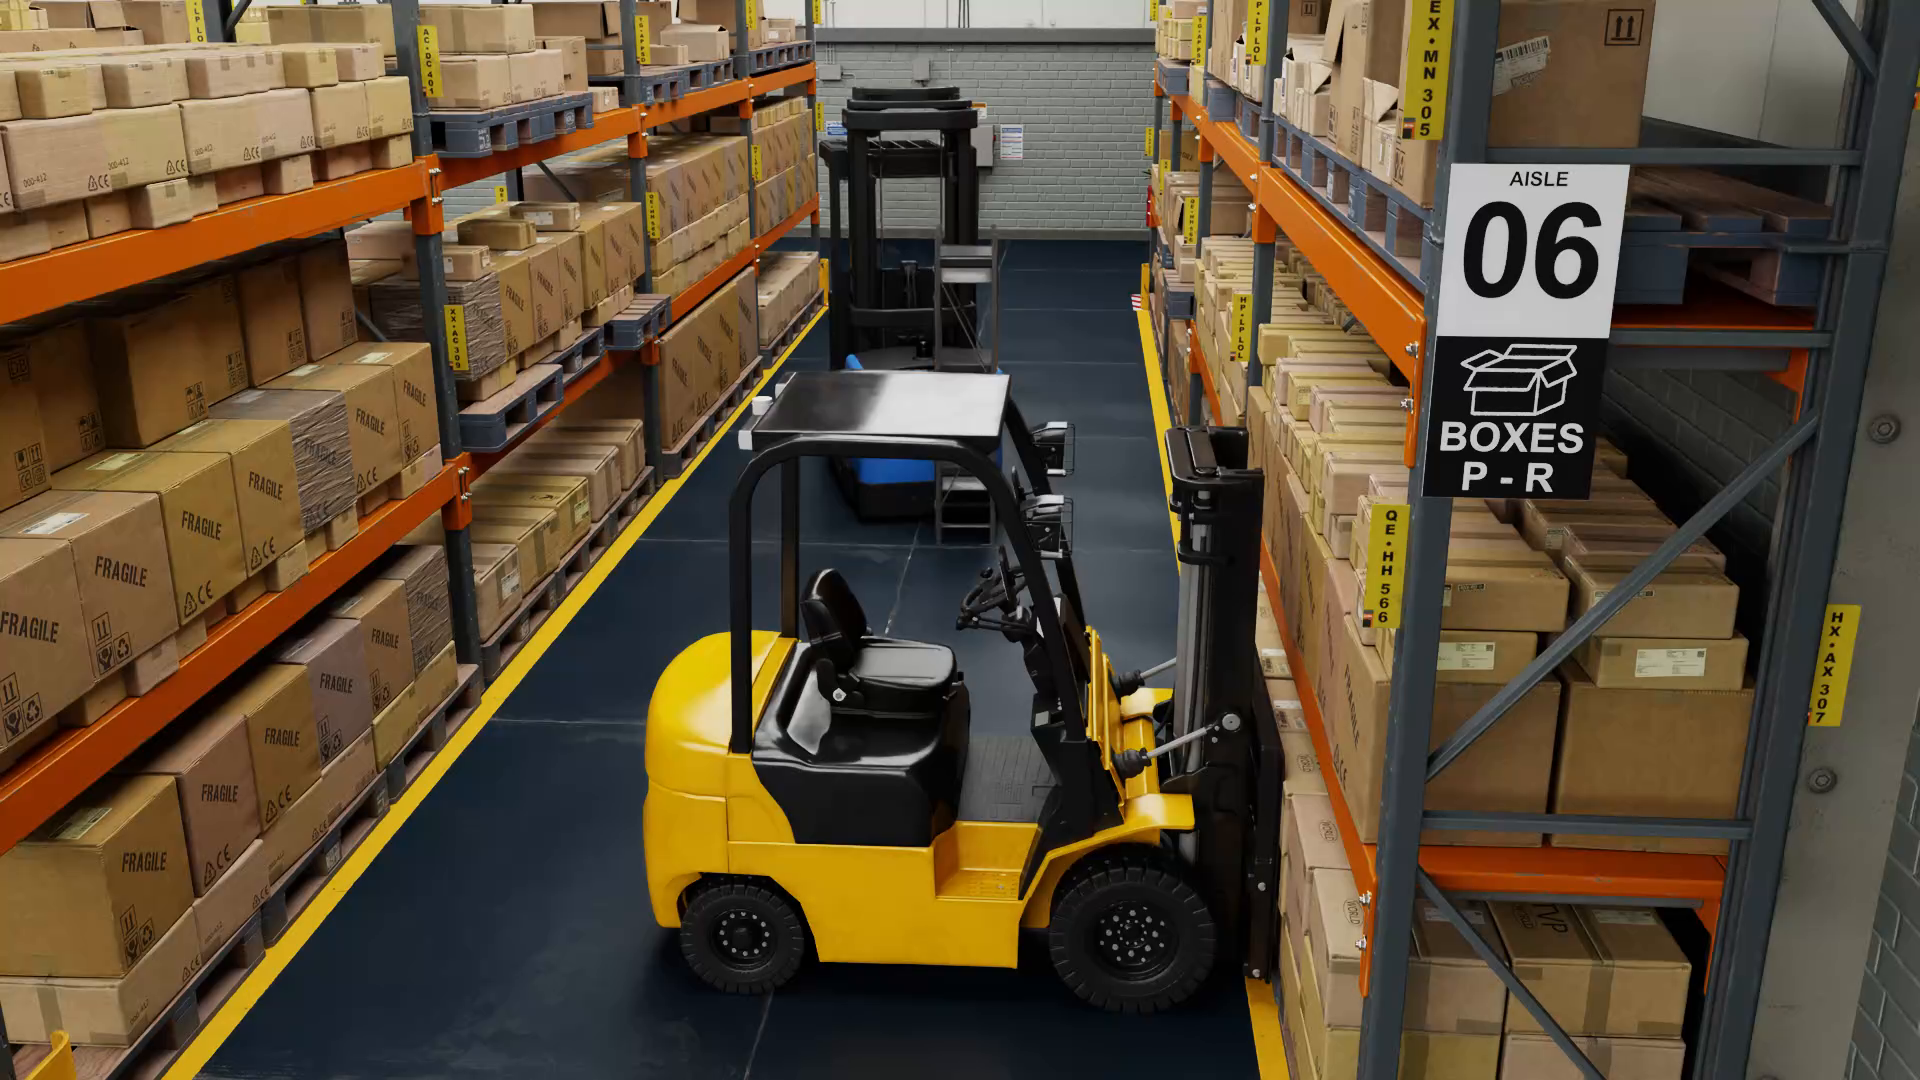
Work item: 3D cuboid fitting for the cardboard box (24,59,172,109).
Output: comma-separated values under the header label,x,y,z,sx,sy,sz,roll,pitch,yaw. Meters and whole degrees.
label,x,y,z,sx,sy,sz,roll,pitch,yaw
cardboard box,-2.917,-1.543,5.620,0.380,0.149,0.250,2,18,5

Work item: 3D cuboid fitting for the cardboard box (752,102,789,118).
label,x,y,z,sx,sy,sz,roll,pitch,yaw
cardboard box,-2.058,-4.649,17.987,0.380,0.149,0.250,2,18,5

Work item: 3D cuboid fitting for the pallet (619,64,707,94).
label,x,y,z,sx,sy,sz,roll,pitch,yaw
pallet,-2.698,-3.731,13.479,1.003,0.211,1.213,2,18,6

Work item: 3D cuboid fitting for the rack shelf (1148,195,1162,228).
label,x,y,z,sx,sy,sz,roll,pitch,yaw
rack shelf,2.612,-3.259,17.708,1.077,0.370,4.000,1,18,4

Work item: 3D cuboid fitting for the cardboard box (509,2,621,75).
label,x,y,z,sx,sy,sz,roll,pitch,yaw
cardboard box,-2.892,-3.642,12.062,0.797,0.503,0.637,0,18,1

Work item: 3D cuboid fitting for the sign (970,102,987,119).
label,x,y,z,sx,sy,sz,roll,pitch,yaw
sign,0.230,-6.449,24.962,0.339,0.242,0.001,1,18,4

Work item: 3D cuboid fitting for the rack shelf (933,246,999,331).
label,x,y,z,sx,sy,sz,roll,pitch,yaw
rack shelf,0.040,-1.685,10.989,0.431,0.518,0.480,0,18,0

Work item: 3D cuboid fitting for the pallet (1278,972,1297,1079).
label,x,y,z,sx,sy,sz,roll,pitch,yaw
pallet,1.622,1.834,5.488,1.003,0.211,1.213,1,18,4

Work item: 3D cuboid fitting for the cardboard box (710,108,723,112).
label,x,y,z,sx,sy,sz,roll,pitch,yaw
cardboard box,-2.640,-4.337,17.035,0.380,0.149,0.250,1,18,3

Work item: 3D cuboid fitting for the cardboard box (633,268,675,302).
label,x,y,z,sx,sy,sz,roll,pitch,yaw
cardboard box,-2.483,-1.922,12.713,0.500,0.250,0.500,1,18,3

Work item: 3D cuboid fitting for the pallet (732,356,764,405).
label,x,y,z,sx,sy,sz,roll,pitch,yaw
pallet,-2.462,-1.523,15.732,1.003,0.211,1.213,1,18,4

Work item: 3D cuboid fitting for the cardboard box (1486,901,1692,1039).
label,x,y,z,sx,sy,sz,roll,pitch,yaw
cardboard box,1.832,1.234,4.975,0.500,0.250,0.500,1,18,3

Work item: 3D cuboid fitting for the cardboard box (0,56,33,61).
label,x,y,z,sx,sy,sz,roll,pitch,yaw
cardboard box,-3.536,-1.636,5.905,0.380,0.149,0.250,2,18,5

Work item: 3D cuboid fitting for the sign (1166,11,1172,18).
label,x,y,z,sx,sy,sz,roll,pitch,yaw
sign,1.927,-4.661,15.182,0.100,0.325,0.005,1,18,4

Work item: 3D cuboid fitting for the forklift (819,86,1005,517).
label,x,y,z,sx,sy,sz,roll,pitch,yaw
forklift,-0.467,-1.974,12.739,1.130,2.935,3.031,-3,18,-10

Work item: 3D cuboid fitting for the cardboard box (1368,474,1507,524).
label,x,y,z,sx,sy,sz,roll,pitch,yaw
cardboard box,1.495,-0.101,5.233,0.380,0.149,0.250,1,18,4

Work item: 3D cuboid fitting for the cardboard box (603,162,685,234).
label,x,y,z,sx,sy,sz,roll,pitch,yaw
cardboard box,-2.464,-2.672,12.993,0.500,0.500,0.500,1,18,4

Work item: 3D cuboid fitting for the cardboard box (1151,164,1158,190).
label,x,y,z,sx,sy,sz,roll,pitch,yaw
cardboard box,2.455,-4.157,19.057,0.500,0.250,0.500,1,18,4

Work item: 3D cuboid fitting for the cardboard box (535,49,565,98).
label,x,y,z,sx,sy,sz,roll,pitch,yaw
cardboard box,-2.564,-2.646,9.429,0.500,0.250,0.500,1,18,3

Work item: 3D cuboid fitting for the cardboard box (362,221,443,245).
label,x,y,z,sx,sy,sz,roll,pitch,yaw
cardboard box,-3.215,-1.750,9.592,0.380,0.149,0.250,1,18,2

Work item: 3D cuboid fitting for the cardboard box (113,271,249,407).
label,x,y,z,sx,sy,sz,roll,pitch,yaw
cardboard box,-3.425,-0.824,6.875,0.700,0.500,0.500,1,18,3

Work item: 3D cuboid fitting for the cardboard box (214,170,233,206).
label,x,y,z,sx,sy,sz,roll,pitch,yaw
cardboard box,-2.980,-1.328,6.245,0.380,0.149,0.250,1,18,3

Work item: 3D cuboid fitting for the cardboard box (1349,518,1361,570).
label,x,y,z,sx,sy,sz,roll,pitch,yaw
cardboard box,1.452,0.041,5.277,0.380,0.149,0.250,1,18,4

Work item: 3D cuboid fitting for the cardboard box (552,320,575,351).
label,x,y,z,sx,sy,sz,roll,pitch,yaw
cardboard box,-2.580,-1.254,10.161,0.380,0.149,0.250,2,18,6

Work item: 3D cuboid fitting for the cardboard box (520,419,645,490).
label,x,y,z,sx,sy,sz,roll,pitch,yaw
cardboard box,-2.819,-0.623,12.052,0.950,0.372,0.625,0,18,0

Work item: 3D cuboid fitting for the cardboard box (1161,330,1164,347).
label,x,y,z,sx,sy,sz,roll,pitch,yaw
cardboard box,2.216,-2.004,16.626,0.380,0.149,0.250,1,18,2

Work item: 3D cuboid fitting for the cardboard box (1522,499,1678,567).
label,x,y,z,sx,sy,sz,roll,pitch,yaw
cardboard box,1.903,-0.012,4.964,0.380,0.149,0.250,2,18,5

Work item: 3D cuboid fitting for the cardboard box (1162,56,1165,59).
label,x,y,z,sx,sy,sz,roll,pitch,yaw
cardboard box,2.294,-4.960,17.330,0.380,0.149,0.250,1,18,4

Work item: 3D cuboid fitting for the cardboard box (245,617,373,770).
label,x,y,z,sx,sy,sz,roll,pitch,yaw
cardboard box,-2.901,0.652,7.153,0.500,0.500,0.500,2,18,7

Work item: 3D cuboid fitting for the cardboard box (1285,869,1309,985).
label,x,y,z,sx,sy,sz,roll,pitch,yaw
cardboard box,1.379,1.303,5.568,0.500,0.250,0.500,1,18,3

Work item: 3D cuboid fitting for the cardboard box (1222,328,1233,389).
label,x,y,z,sx,sy,sz,roll,pitch,yaw
cardboard box,1.705,-0.980,9.034,0.500,0.250,0.500,1,18,2

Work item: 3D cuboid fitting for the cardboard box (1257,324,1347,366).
label,x,y,z,sx,sy,sz,roll,pitch,yaw
cardboard box,1.577,-0.900,7.672,0.380,0.149,0.250,2,18,5

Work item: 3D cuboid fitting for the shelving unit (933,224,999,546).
label,x,y,z,sx,sy,sz,roll,pitch,yaw
shelving unit,0.040,-1.033,11.202,0.431,2.100,0.503,0,18,0

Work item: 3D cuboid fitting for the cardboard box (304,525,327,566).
label,x,y,z,sx,sy,sz,roll,pitch,yaw
cardboard box,-2.892,0.016,6.962,0.380,0.149,0.250,1,18,3

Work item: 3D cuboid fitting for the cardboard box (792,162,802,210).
label,x,y,z,sx,sy,sz,roll,pitch,yaw
cardboard box,-2.044,-3.908,18.372,0.500,0.500,0.500,2,18,6

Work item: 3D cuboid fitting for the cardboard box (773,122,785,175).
label,x,y,z,sx,sy,sz,roll,pitch,yaw
cardboard box,-2.116,-4.070,17.261,0.500,0.500,0.500,2,18,5

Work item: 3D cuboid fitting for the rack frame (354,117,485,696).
label,x,y,z,sx,sy,sz,roll,pitch,yaw
rack frame,-3.056,-0.605,8.452,1.000,3.000,0.127,1,18,4

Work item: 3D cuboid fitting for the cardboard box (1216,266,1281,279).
label,x,y,z,sx,sy,sz,roll,pitch,yaw
cardboard box,1.784,-1.600,10.286,0.380,0.149,0.250,2,18,5

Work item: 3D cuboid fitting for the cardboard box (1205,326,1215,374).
label,x,y,z,sx,sy,sz,roll,pitch,yaw
cardboard box,1.836,-1.218,10.563,0.500,0.250,0.500,1,18,2

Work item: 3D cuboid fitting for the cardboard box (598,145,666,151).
label,x,y,z,sx,sy,sz,roll,pitch,yaw
cardboard box,-2.848,-3.168,14.506,0.500,0.500,0.500,1,18,3

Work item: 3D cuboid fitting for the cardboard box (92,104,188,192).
label,x,y,z,sx,sy,sz,roll,pitch,yaw
cardboard box,-2.982,-1.326,5.597,0.500,0.250,0.500,2,18,6

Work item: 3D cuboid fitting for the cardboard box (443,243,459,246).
label,x,y,z,sx,sy,sz,roll,pitch,yaw
cardboard box,-3.174,-1.456,9.737,0.500,0.500,0.500,2,18,6

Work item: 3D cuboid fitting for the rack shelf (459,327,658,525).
label,x,y,z,sx,sy,sz,roll,pitch,yaw
rack shelf,-2.912,-0.884,10.459,1.077,0.370,4.000,1,18,4

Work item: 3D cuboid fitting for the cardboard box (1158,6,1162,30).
label,x,y,z,sx,sy,sz,roll,pitch,yaw
cardboard box,2.418,-5.666,18.039,0.500,0.250,0.500,1,18,4

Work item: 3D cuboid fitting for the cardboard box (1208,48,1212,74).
label,x,y,z,sx,sy,sz,roll,pitch,yaw
cardboard box,1.854,-3.197,11.087,0.380,0.166,0.250,1,18,4

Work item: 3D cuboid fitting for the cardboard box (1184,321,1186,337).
label,x,y,z,sx,sy,sz,roll,pitch,yaw
cardboard box,2.167,-1.864,14.594,0.380,0.149,0.250,1,18,4

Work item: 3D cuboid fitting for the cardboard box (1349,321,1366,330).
label,x,y,z,sx,sy,sz,roll,pitch,yaw
cardboard box,2.206,-1.037,8.570,0.380,0.149,0.250,1,18,2

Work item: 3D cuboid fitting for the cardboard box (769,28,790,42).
label,x,y,z,sx,sy,sz,roll,pitch,yaw
cardboard box,-2.088,-5.611,18.481,0.380,0.149,0.250,0,18,0

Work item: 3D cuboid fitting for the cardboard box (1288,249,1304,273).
label,x,y,z,sx,sy,sz,roll,pitch,yaw
cardboard box,2.374,-1.825,10.973,0.380,0.149,0.250,1,18,4

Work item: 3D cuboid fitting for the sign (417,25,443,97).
label,x,y,z,sx,sy,sz,roll,pitch,yaw
sign,-2.514,-2.266,7.874,0.100,0.325,0.005,1,18,4

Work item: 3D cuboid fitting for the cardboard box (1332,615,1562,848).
label,x,y,z,sx,sy,sz,roll,pitch,yaw
cardboard box,1.382,0.541,4.795,0.500,0.500,0.500,1,18,3

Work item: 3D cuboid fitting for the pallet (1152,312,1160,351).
label,x,y,z,sx,sy,sz,roll,pitch,yaw
pallet,2.604,-2.248,17.944,1.003,0.211,1.213,1,18,4

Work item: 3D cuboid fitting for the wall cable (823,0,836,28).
label,x,y,z,sx,sy,sz,roll,pitch,yaw
wall cable,-2.069,-8.956,24.302,0.463,3.000,0.029,1,18,4

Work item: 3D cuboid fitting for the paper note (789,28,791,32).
label,x,y,z,sx,sy,sz,roll,pitch,yaw
paper note,-1.765,-5.293,17.262,0.006,0.032,0.123,1,18,4

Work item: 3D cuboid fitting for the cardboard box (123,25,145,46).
label,x,y,z,sx,sy,sz,roll,pitch,yaw
cardboard box,-7.699,-4.483,14.937,0.500,0.311,0.500,1,18,3
